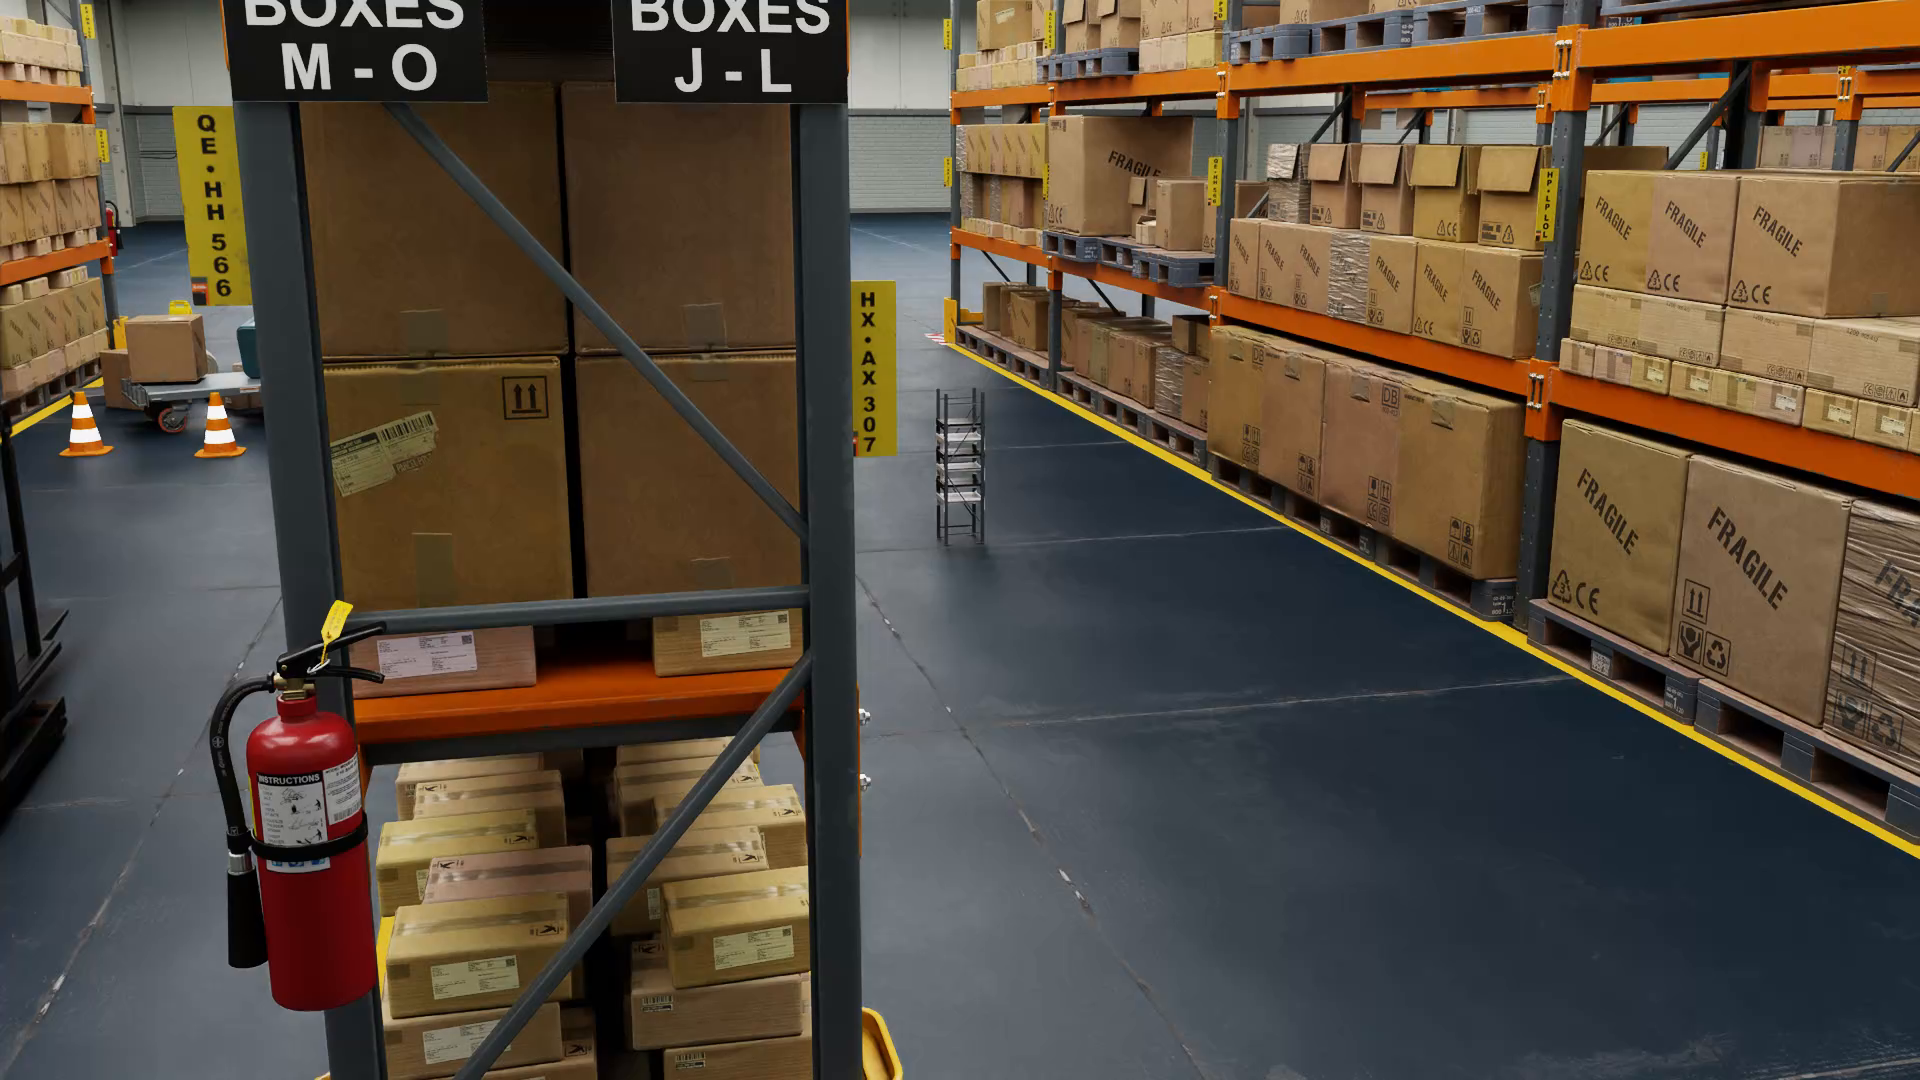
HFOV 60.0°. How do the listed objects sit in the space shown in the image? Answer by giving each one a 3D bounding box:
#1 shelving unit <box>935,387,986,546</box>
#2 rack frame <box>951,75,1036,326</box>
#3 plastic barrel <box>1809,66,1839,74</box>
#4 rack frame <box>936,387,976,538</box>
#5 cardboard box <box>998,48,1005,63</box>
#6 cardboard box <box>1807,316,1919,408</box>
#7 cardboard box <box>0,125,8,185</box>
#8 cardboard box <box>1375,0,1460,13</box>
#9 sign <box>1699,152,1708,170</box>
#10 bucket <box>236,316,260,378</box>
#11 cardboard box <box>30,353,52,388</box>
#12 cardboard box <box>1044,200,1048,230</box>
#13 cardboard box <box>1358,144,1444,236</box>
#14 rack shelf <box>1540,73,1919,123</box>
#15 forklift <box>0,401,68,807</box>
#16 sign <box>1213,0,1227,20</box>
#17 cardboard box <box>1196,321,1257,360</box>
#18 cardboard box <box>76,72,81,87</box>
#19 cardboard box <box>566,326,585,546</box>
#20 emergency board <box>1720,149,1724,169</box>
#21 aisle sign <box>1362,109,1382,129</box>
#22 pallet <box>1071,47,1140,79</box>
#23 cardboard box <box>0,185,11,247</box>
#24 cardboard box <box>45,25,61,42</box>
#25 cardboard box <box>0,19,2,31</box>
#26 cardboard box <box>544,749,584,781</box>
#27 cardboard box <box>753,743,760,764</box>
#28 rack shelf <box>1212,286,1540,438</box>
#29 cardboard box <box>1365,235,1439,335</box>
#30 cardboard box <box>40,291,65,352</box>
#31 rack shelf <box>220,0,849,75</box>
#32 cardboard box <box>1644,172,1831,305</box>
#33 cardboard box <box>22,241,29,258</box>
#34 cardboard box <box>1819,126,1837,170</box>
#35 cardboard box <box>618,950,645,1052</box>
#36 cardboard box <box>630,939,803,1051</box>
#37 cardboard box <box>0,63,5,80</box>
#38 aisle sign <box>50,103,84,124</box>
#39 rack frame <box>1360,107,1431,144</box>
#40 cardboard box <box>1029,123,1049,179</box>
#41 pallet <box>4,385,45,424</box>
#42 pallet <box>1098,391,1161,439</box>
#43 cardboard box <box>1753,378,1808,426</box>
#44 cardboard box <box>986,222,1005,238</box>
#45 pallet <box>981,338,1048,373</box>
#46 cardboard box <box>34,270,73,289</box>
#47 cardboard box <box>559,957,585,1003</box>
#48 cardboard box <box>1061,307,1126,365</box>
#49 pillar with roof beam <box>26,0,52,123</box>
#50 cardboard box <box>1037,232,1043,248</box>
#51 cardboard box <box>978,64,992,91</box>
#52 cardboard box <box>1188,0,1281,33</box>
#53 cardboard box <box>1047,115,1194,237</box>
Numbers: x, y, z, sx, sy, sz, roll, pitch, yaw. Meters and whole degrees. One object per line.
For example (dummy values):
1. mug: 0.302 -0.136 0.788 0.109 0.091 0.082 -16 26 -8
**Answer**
1. shelving unit: 0.002 -0.435 9.813 0.258 0.900 0.210 -3 14 -13
2. rack frame: 0.393 -3.808 19.194 1.000 3.000 0.127 -3 14 -13
3. plastic barrel: 7.104 -4.141 13.179 0.600 0.901 0.600 0 14 0
4. rack frame: -0.022 -0.459 9.909 0.240 0.900 0.006 -3 14 -13
5. cardboard box: 0.609 -4.953 17.034 0.380 0.149 0.250 -3 14 -14
6. cardboard box: 3.414 -0.640 5.915 0.500 0.250 0.500 -3 14 -13
7. cardboard box: -8.193 -3.125 13.455 0.700 0.500 0.500 -3 14 -14
8. cardboard box: 2.772 -3.204 9.297 0.797 0.503 0.637 -3 14 -14
9. sign: 9.482 -4.789 21.217 0.100 0.325 0.005 -3 14 -13
10. bucket: -5.785 -1.683 14.191 0.726 0.611 0.620 2 24 6
11. cardboard box: -8.313 -1.475 14.552 0.500 0.250 0.500 -2 14 -10
12. cardboard box: 1.287 -3.186 15.808 0.875 0.500 0.500 -3 14 -13
13. cardboard box: 2.742 -2.024 9.567 0.797 0.503 0.637 -3 14 -11
14. rack shelf: 6.617 -3.808 14.387 1.077 0.370 4.000 -3 14 -13
15. forklift: -4.044 -0.528 5.911 1.130 2.935 3.031 -4 14 -16
16. sign: 1.744 -3.641 11.100 0.100 0.325 0.005 -3 14 -13
17. cardboard box: 2.085 -1.479 12.421 0.500 0.250 0.500 -3 14 -11
18. cardboard box: -8.884 -4.524 16.333 0.380 0.149 0.250 -3 14 -13
19. cardboard box: -0.682 -0.298 3.989 0.500 0.500 0.500 -3 14 -13
20. emergency board: 13.890 -6.479 30.128 0.194 1.169 0.643 -3 14 -13
21. aisle sign: 4.906 -5.347 20.016 0.394 0.787 0.004 -3 14 -13
22. pallet: 1.620 -3.864 13.497 1.213 0.211 1.003 -3 14 -13
23. cardboard box: -8.133 -2.643 13.587 0.500 0.500 0.500 -3 14 -13
24. cardboard box: -8.772 -4.797 15.771 0.380 0.149 0.250 -3 14 -14
25. cardboard box: -8.235 -4.328 13.851 0.380 0.149 0.250 -3 14 -14
26. cardboard box: -1.323 0.617 4.949 0.380 0.149 0.250 -4 14 -15
27. cardboard box: -0.815 0.586 5.078 0.380 0.149 0.250 -3 14 -12
28. rack shelf: 2.742 -1.152 9.836 1.077 0.370 4.000 -3 14 -13
29. cardboard box: 2.597 -1.416 9.191 0.500 0.500 0.500 -3 14 -14
30. cardboard box: -8.434 -1.959 14.955 0.500 0.500 0.500 -3 14 -10
31. rack shelf: -1.164 -1.433 4.667 1.077 0.370 4.000 -3 14 -13
32. cardboard box: 3.183 -1.237 6.779 0.500 0.500 0.500 -3 14 -13
33. cardboard box: -8.382 -2.535 14.513 0.380 0.149 0.250 -3 14 -13
34. cardboard box: 10.499 -4.565 19.346 0.700 0.500 0.500 -3 14 -13
35. cardboard box: -0.647 1.123 4.134 0.380 0.149 0.250 -3 14 -13
36. cardboard box: -0.568 1.037 3.856 0.380 0.149 0.250 -3 14 -11
37. cardboard box: -8.380 -3.990 14.149 0.380 0.149 0.250 -4 14 -15
38. aisle sign: -8.972 -4.549 16.749 0.394 0.787 0.004 -3 14 -13
39. rack frame: 5.207 -4.084 20.324 1.000 3.000 0.127 -3 14 -13
40. cardboard box: 0.959 -3.653 15.613 0.500 0.500 0.500 -3 14 -13
41. pallet: -8.492 -1.131 14.113 1.003 0.211 1.213 -3 14 -13
42. pallet: 1.807 -1.069 13.858 1.003 0.211 1.213 -3 14 -13
43. cardboard box: 3.262 -0.532 6.313 0.380 0.149 0.250 -3 14 -13
44. cardboard box: 0.486 -3.256 17.461 0.380 0.149 0.250 -3 14 -13
45. pallet: 0.850 -1.966 17.528 1.003 0.211 1.213 -3 14 -13
46. cardboard box: -8.530 -2.433 15.528 0.380 0.149 0.250 -3 14 -11
47. cardboard box: -1.105 1.003 3.995 0.380 0.149 0.250 -4 14 -14
48. cardboard box: 1.277 -1.969 16.050 0.500 0.500 0.500 -4 14 -15
49. pillar with roof beam: -16.228 -11.458 37.866 9.100 9.000 0.400 -3 14 -13
50. cardboard box: 0.947 -2.855 15.821 0.380 0.149 0.250 -3 14 -13
51. cardboard box: 0.495 -4.834 17.387 0.500 0.250 0.500 -3 14 -13
52. cardboard box: 1.917 -3.807 11.606 0.500 0.500 0.500 -3 14 -12
53. cardboard box: 1.383 -3.190 14.513 1.000 1.000 1.000 -3 14 -13
